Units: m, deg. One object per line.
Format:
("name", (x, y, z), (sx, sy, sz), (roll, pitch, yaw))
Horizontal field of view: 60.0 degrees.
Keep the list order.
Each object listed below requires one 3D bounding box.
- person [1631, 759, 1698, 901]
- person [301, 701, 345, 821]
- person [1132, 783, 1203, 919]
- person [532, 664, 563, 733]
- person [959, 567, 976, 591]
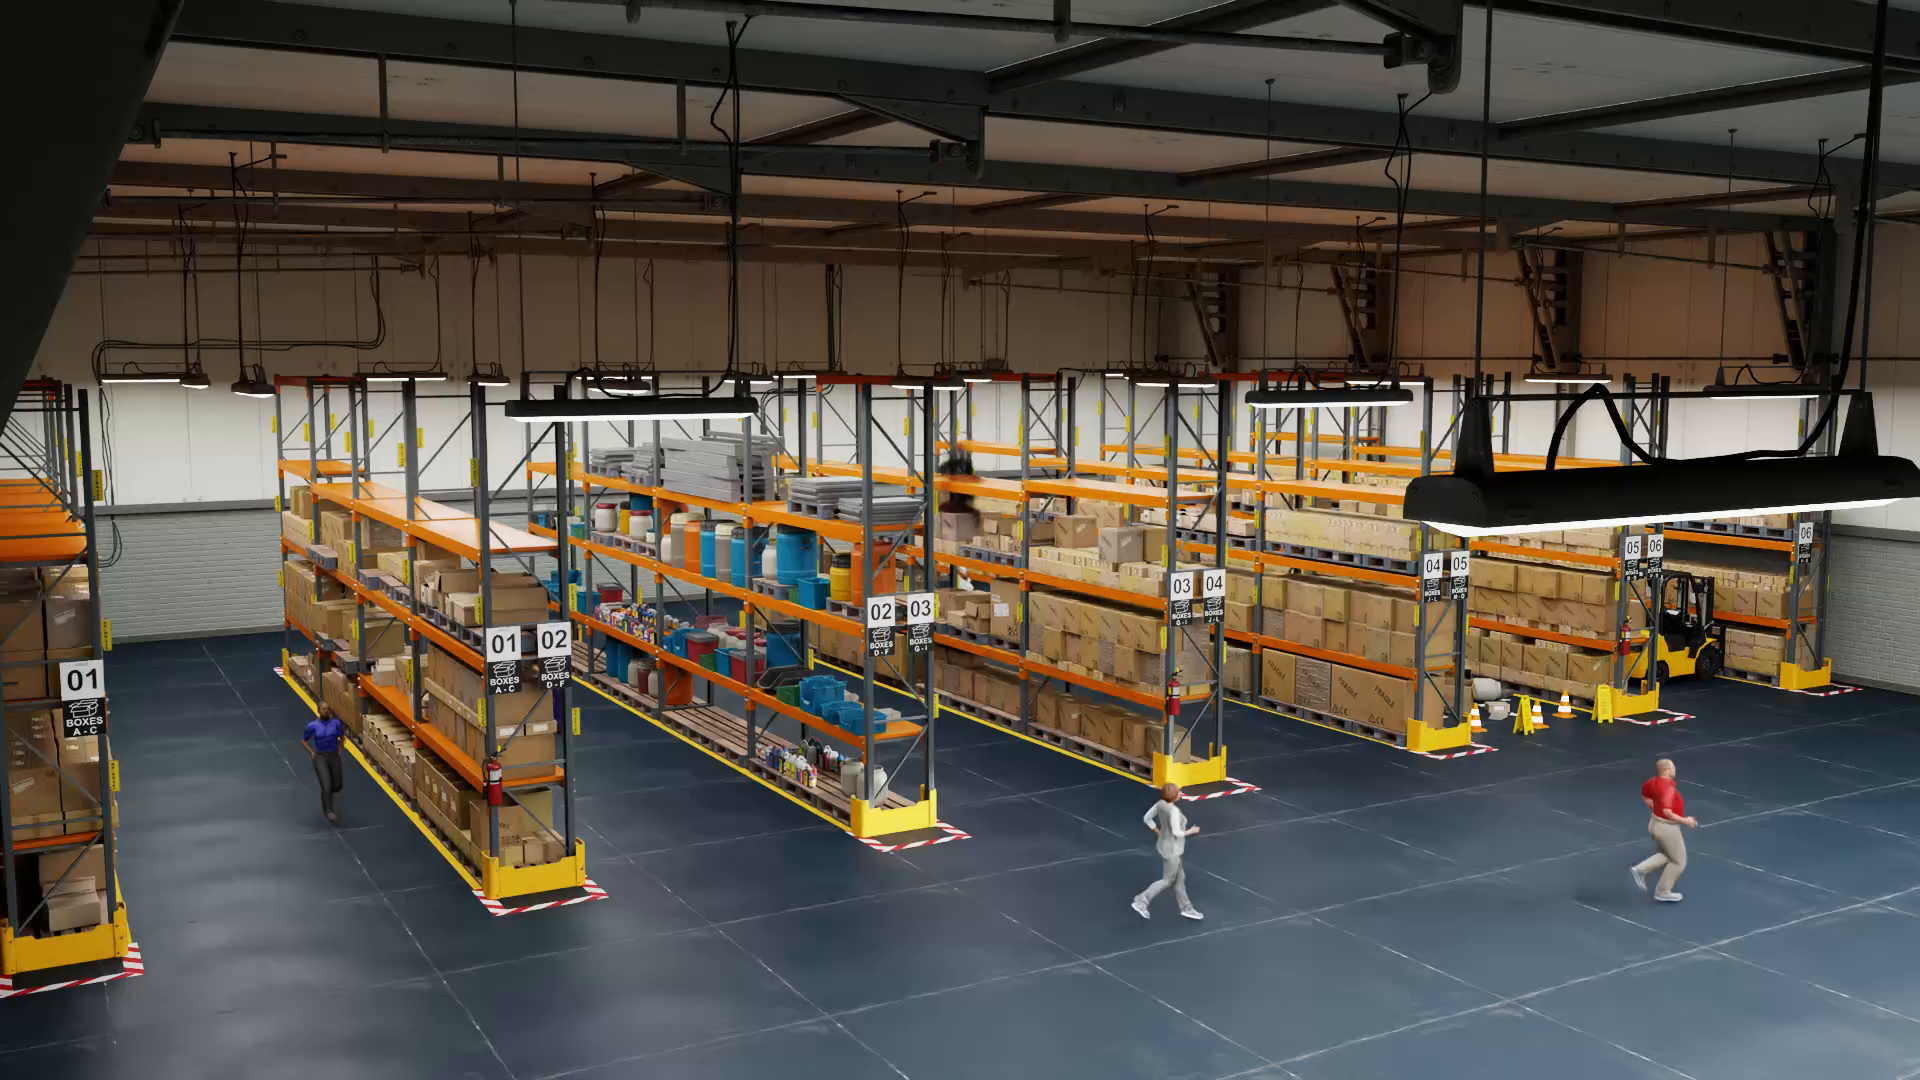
("person", (8.231, 3.375, 19.411), (0.603, 1.673, 0.660), (0, 6, 0))
("person", (-8.762, 3.023, 22.943), (0.580, 1.607, 0.681), (-4, 8, -36))
("person", (2.329, 3.489, 18.561), (0.877, 1.596, 0.537), (-1, 6, -13))
("person", (-7.007, 2.440, 28.390), (0.607, 1.636, 0.841), (-5, 8, -41))
("person", (0.091, 1.438, 37.081), (0.606, 1.666, 0.924), (-4, 8, -34))
